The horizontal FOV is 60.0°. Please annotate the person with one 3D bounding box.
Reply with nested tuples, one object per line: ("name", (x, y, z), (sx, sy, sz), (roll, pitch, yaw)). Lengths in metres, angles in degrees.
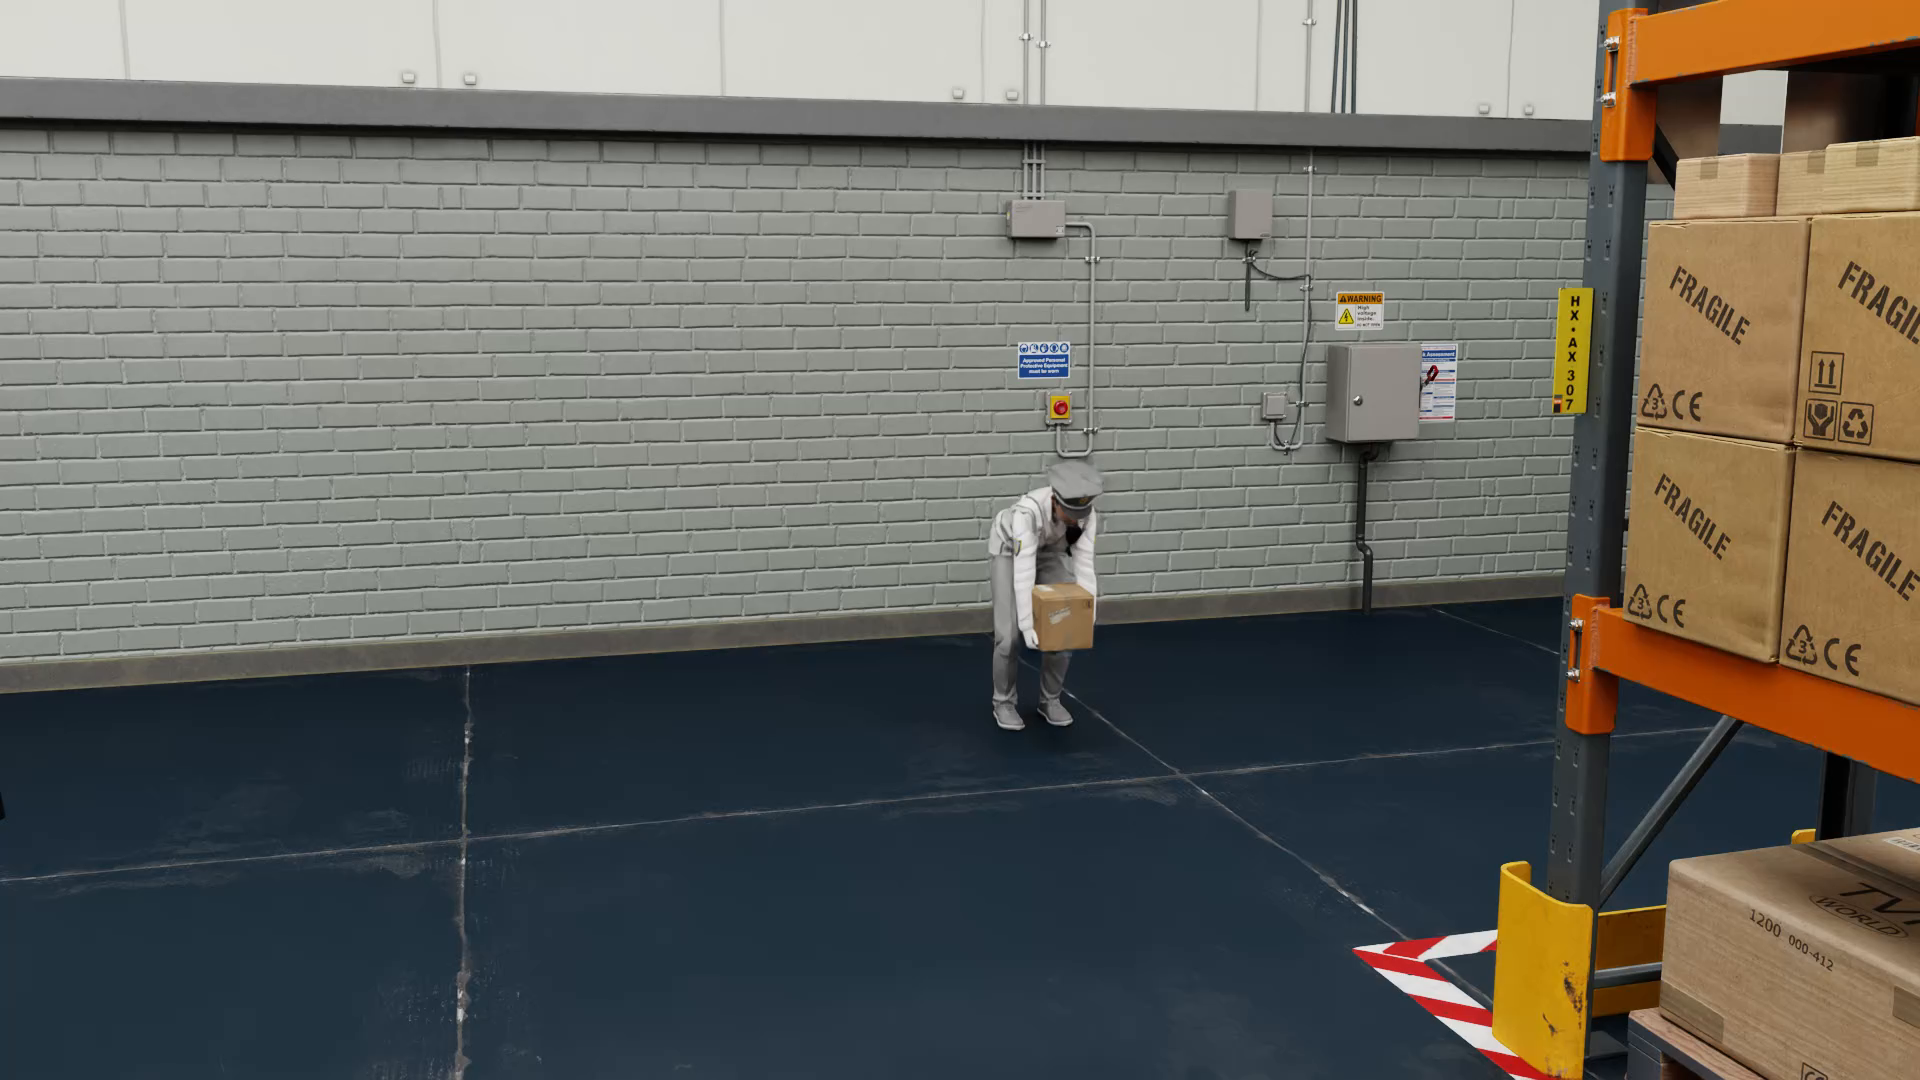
("person", (0.411, 0.268, 7.806), (0.417, 1.327, 0.858), (-3, 10, -18))
